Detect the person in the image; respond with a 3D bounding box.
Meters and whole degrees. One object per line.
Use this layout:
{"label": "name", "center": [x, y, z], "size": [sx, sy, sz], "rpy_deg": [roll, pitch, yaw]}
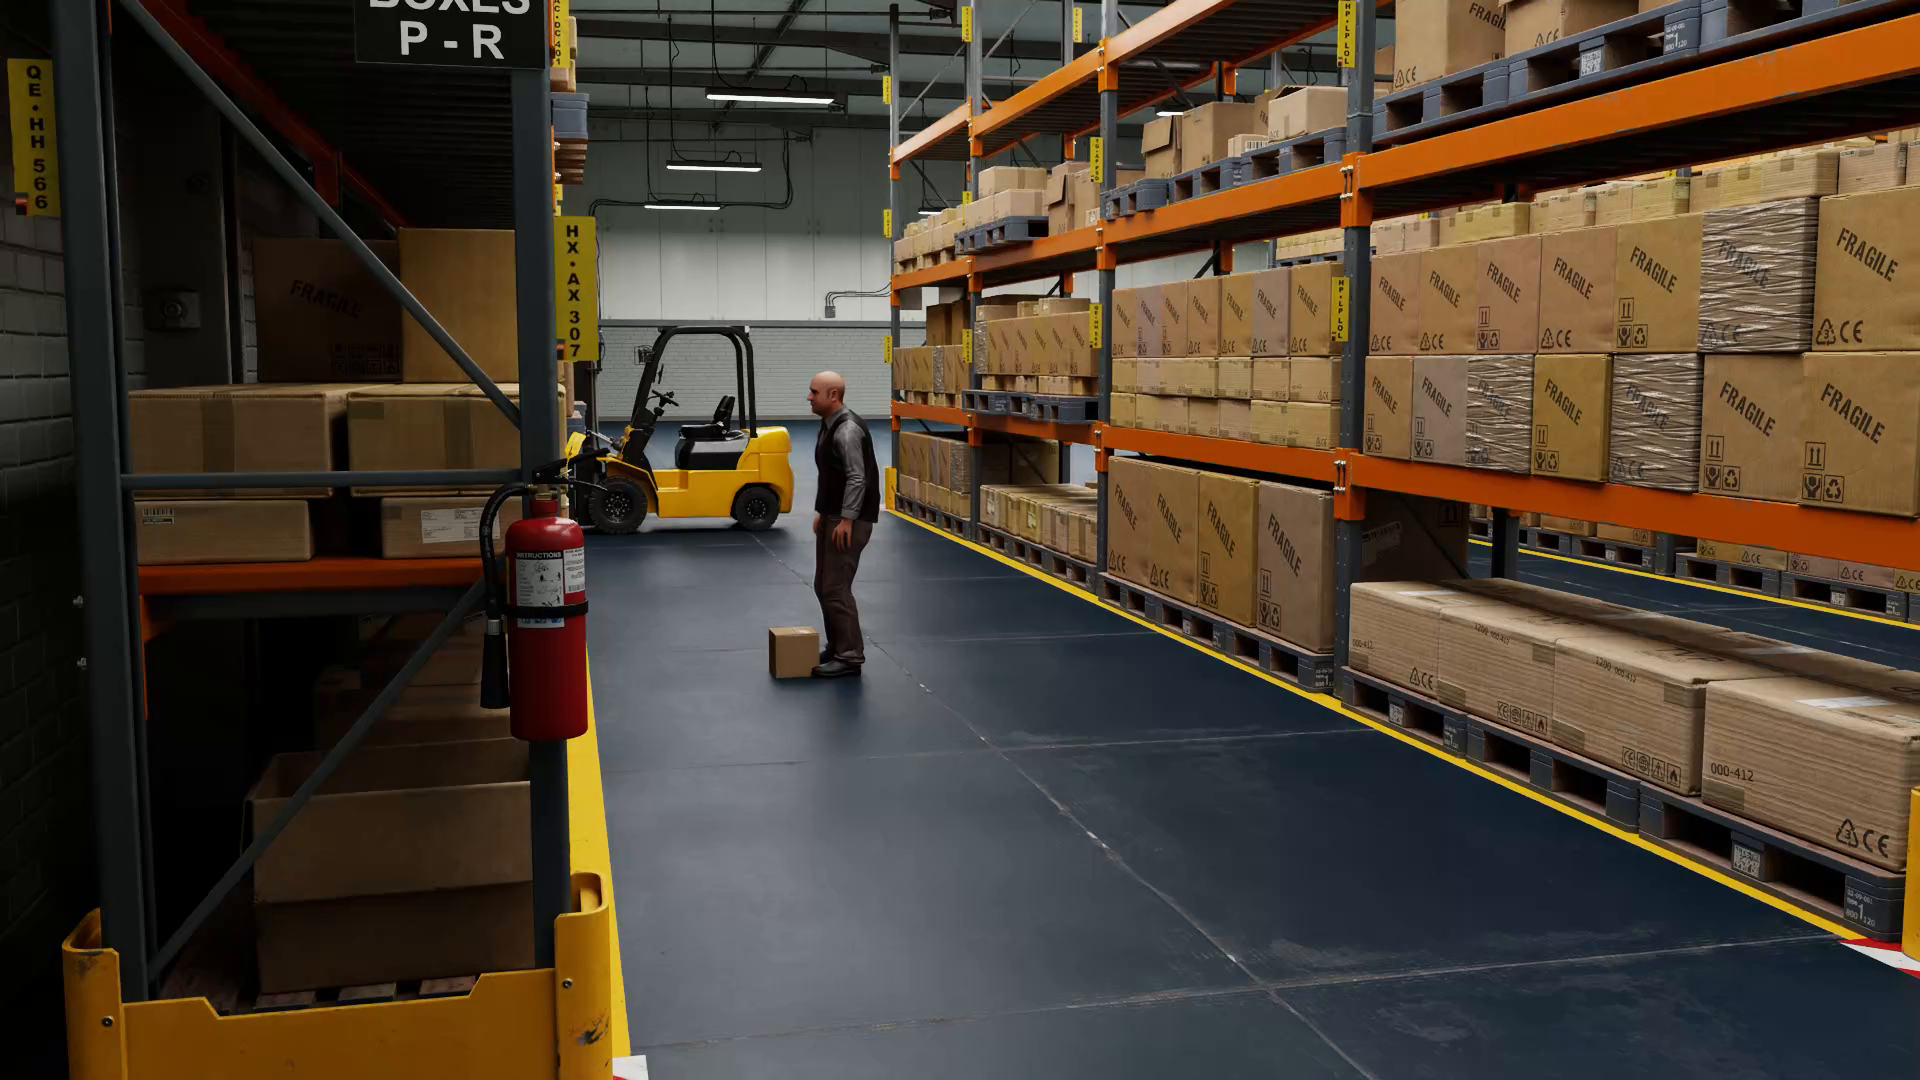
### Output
{"label": "person", "center": [-0.675, -0.098, 9.476], "size": [0.421, 1.721, 0.594], "rpy_deg": [-2, 6, -17]}
